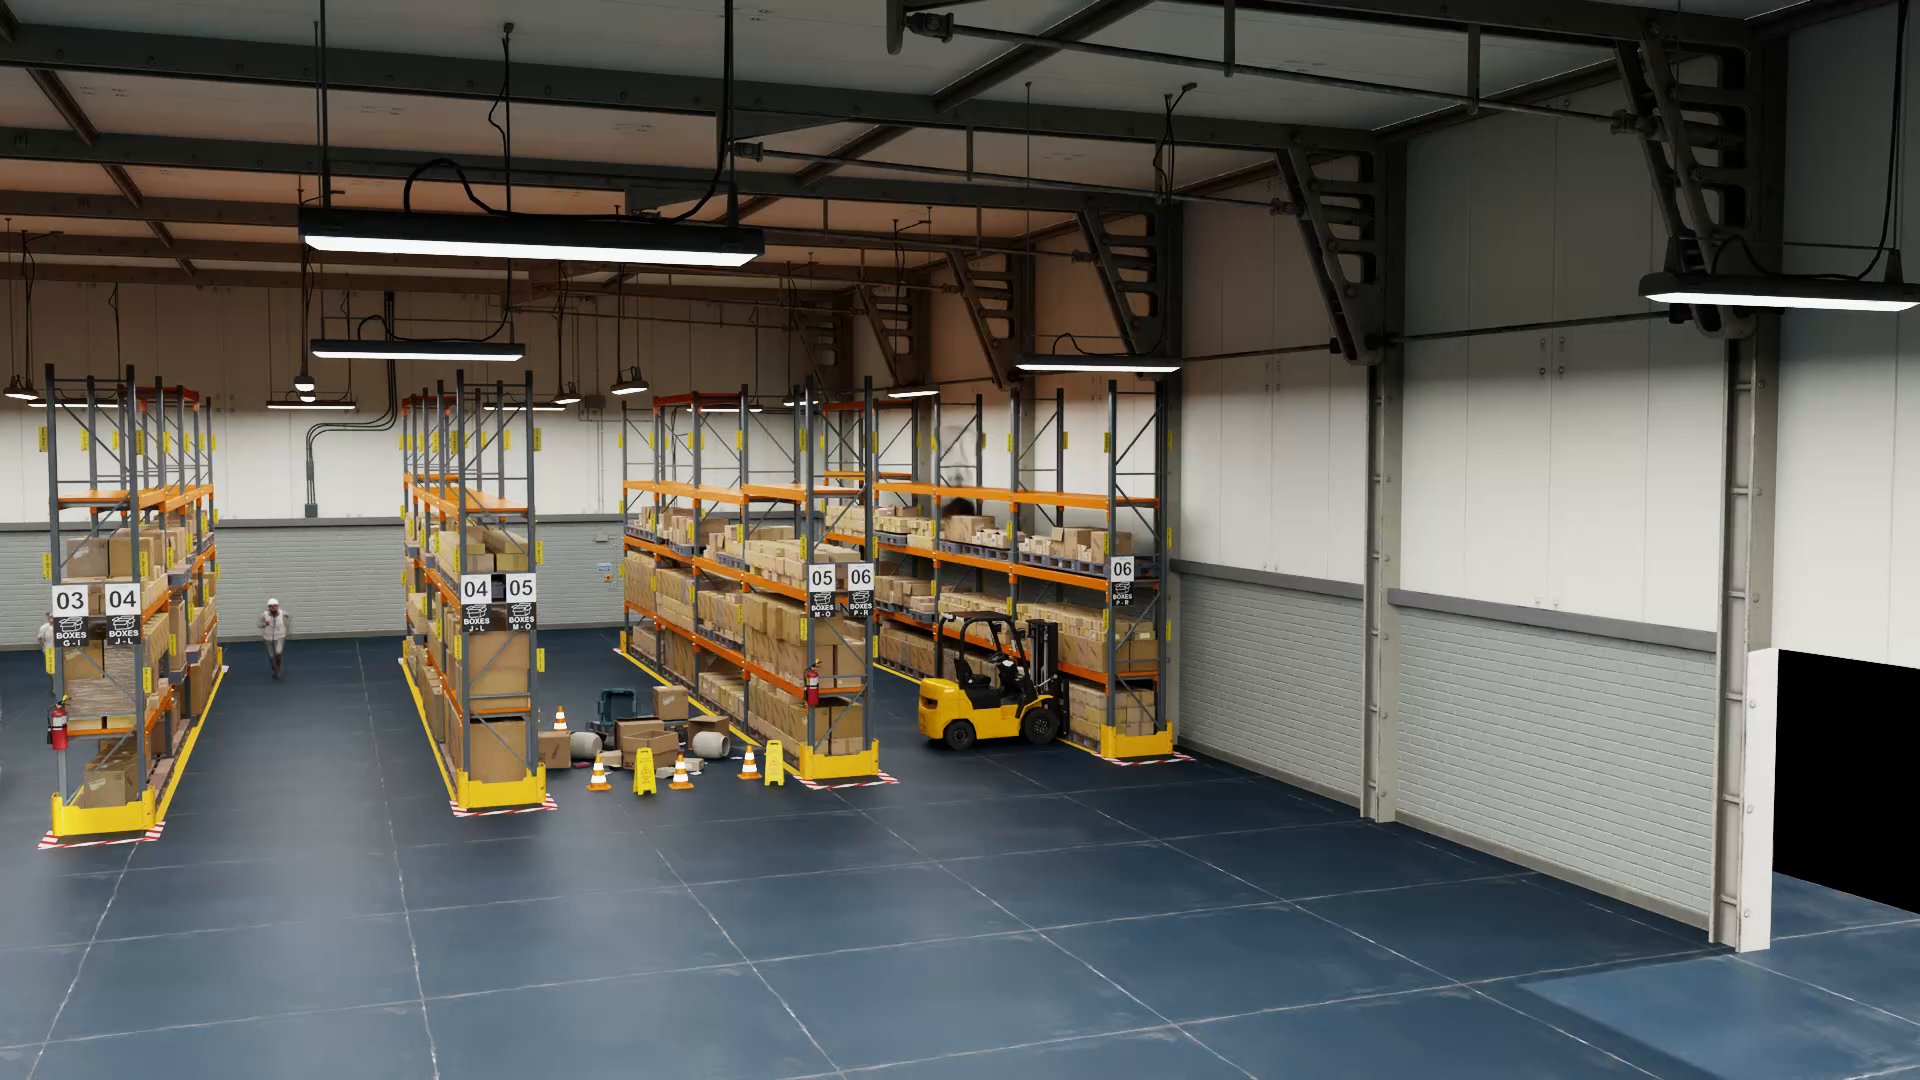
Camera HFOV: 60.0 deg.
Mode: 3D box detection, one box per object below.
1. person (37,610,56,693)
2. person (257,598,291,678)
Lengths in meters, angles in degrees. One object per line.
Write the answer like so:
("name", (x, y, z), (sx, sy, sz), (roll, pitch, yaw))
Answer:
("person", (-18.142, 2.231, 33.272), (0.565, 1.668, 0.573), (-1, 4, -24))
("person", (-14.473, 2.069, 35.125), (0.636, 1.705, 0.888), (-1, 3, -17))
